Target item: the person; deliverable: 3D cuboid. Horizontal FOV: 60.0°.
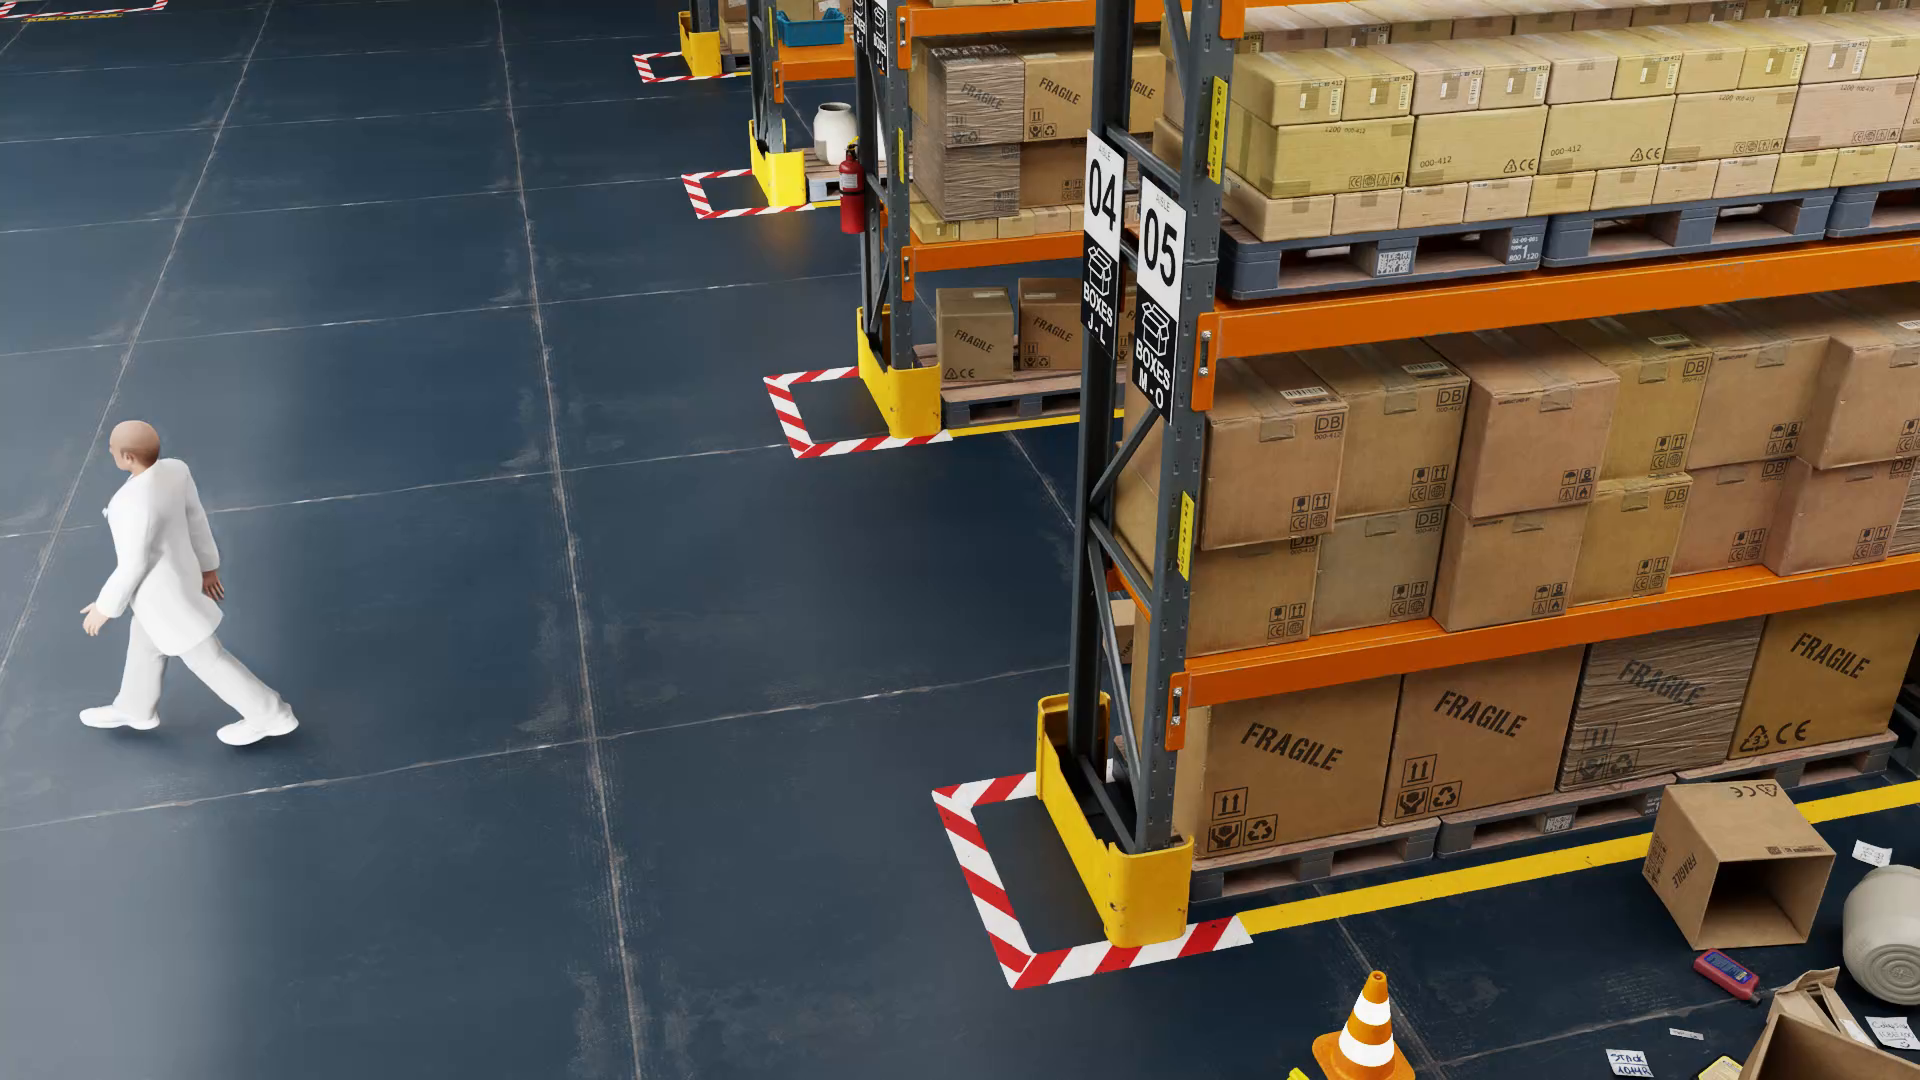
[{"bbox_3d":[-3.834,0.236,7.842,1.083,1.710,0.587,-4,30,-6],"label":"person"}]
